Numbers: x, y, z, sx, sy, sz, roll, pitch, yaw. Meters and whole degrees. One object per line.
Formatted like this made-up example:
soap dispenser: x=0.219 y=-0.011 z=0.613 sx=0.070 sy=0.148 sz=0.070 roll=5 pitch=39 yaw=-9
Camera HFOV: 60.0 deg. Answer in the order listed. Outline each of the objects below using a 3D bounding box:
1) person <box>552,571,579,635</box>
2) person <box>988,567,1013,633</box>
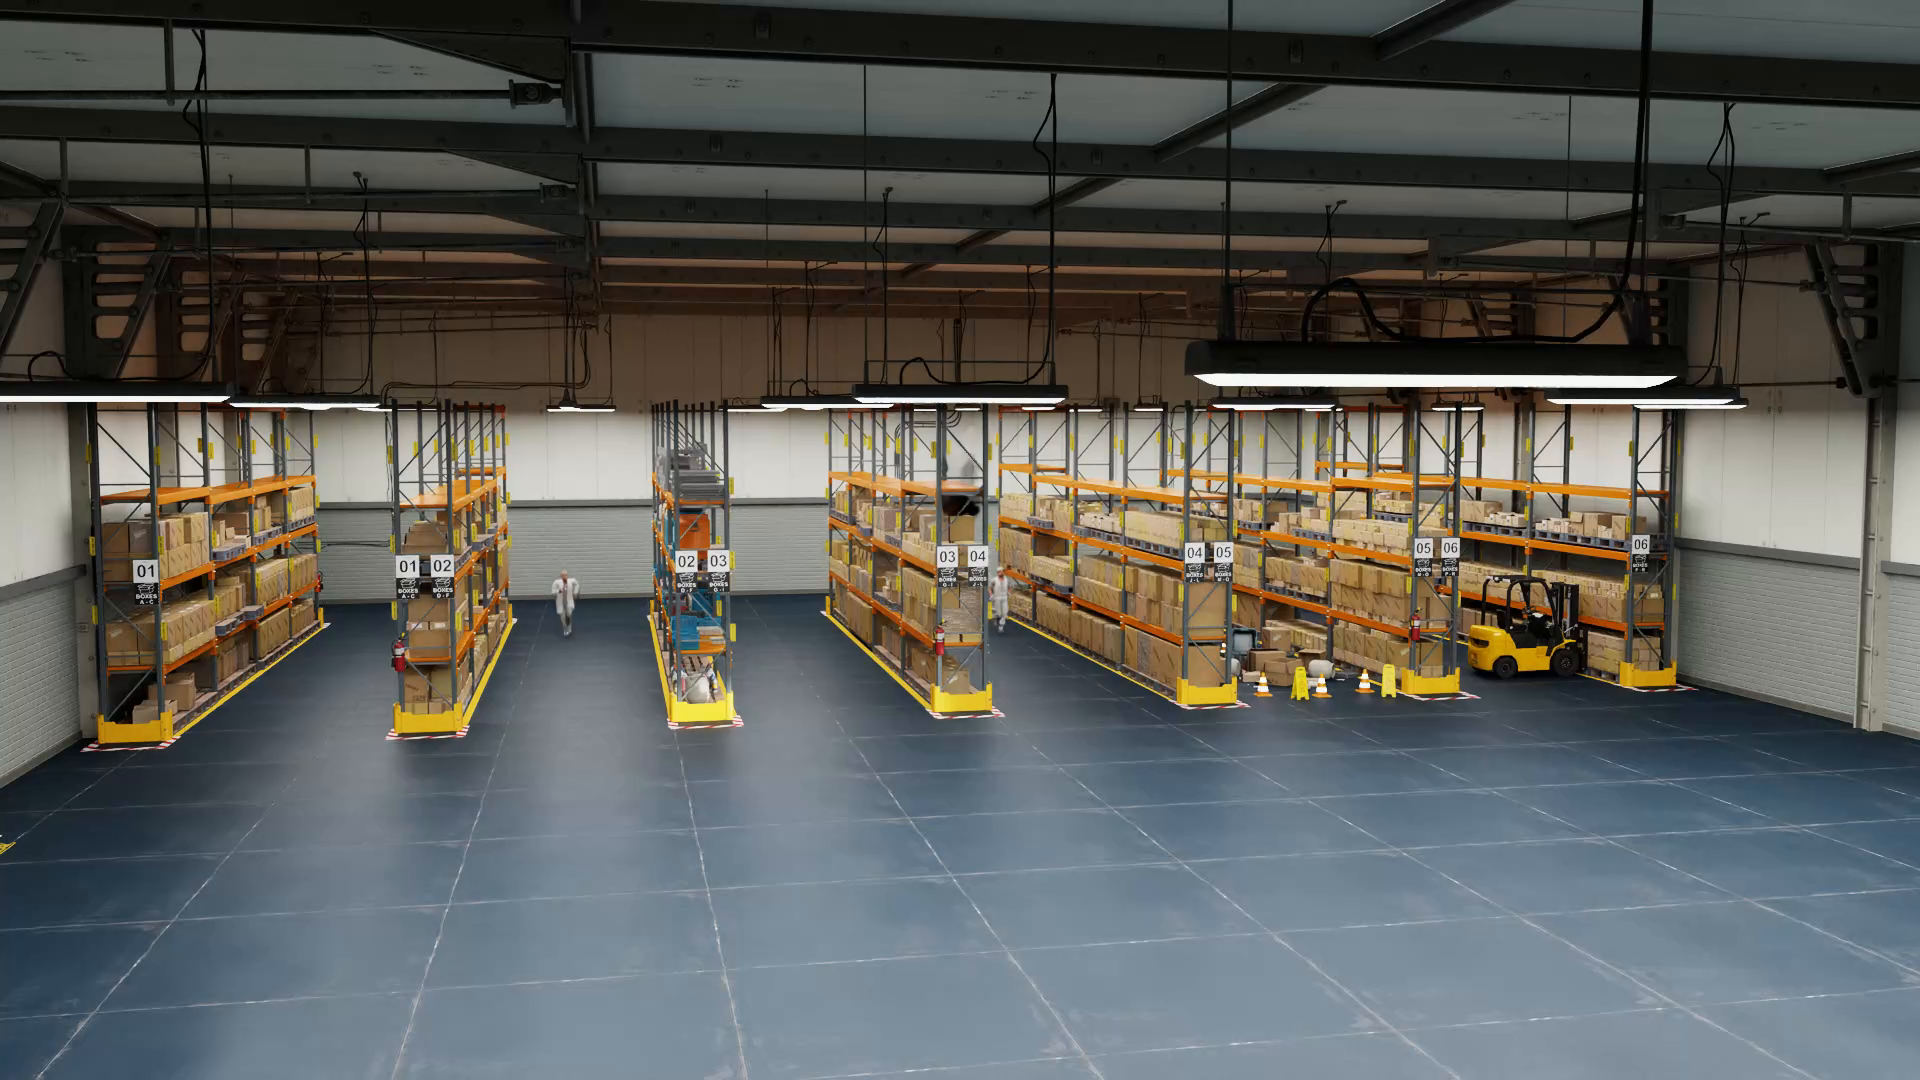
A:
person: x=-10.149 y=1.631 z=42.807 sx=0.681 sy=1.704 sz=0.877 roll=-1 pitch=4 yaw=-12
person: x=1.074 y=1.567 z=43.736 sx=0.672 sy=1.732 sz=0.592 roll=-1 pitch=4 yaw=-14
